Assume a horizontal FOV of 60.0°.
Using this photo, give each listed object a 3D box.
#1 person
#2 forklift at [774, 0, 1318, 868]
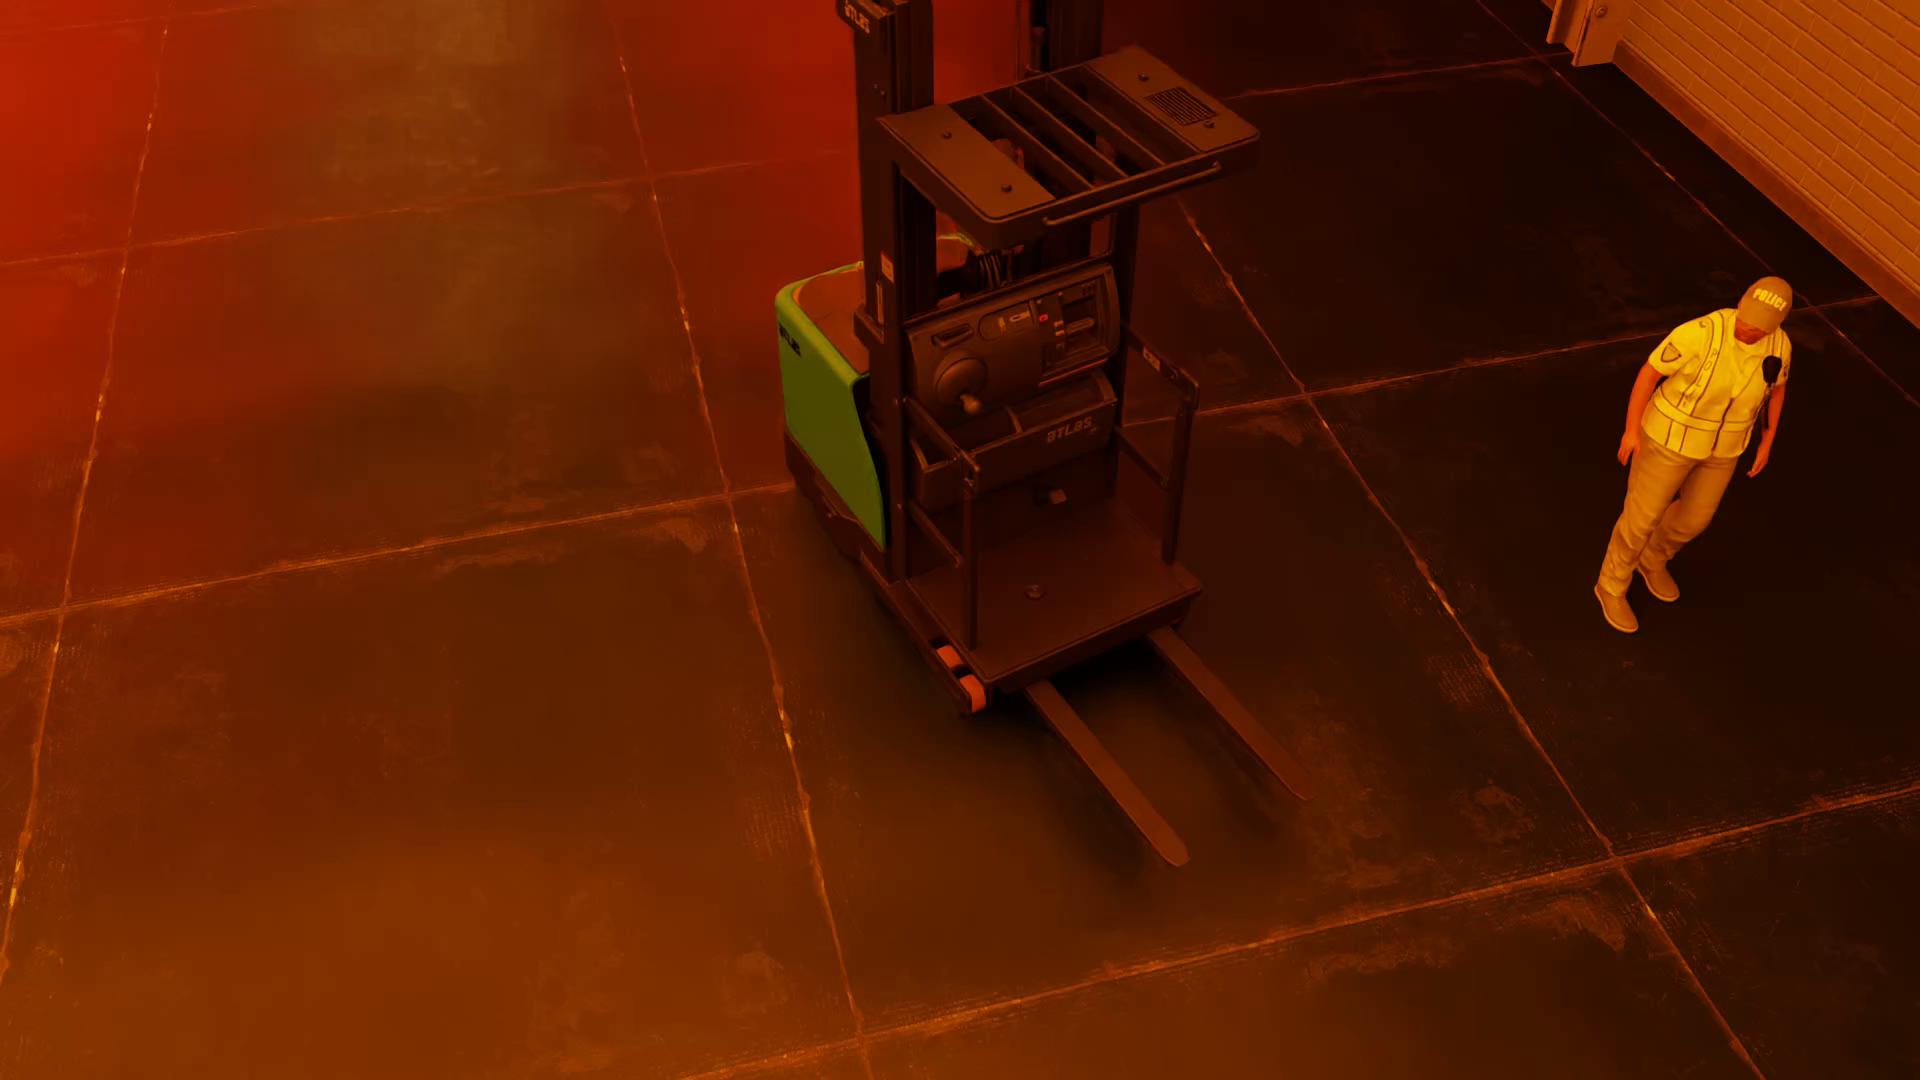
[{"bbox_3d":[3.097,-0.369,6.962,0.653,1.663,0.519,-3,43,-3],"label":"person"},{"bbox_3d":[0.332,-0.700,6.386,1.130,2.935,3.031,-22,48,-21],"label":"forklift"}]
